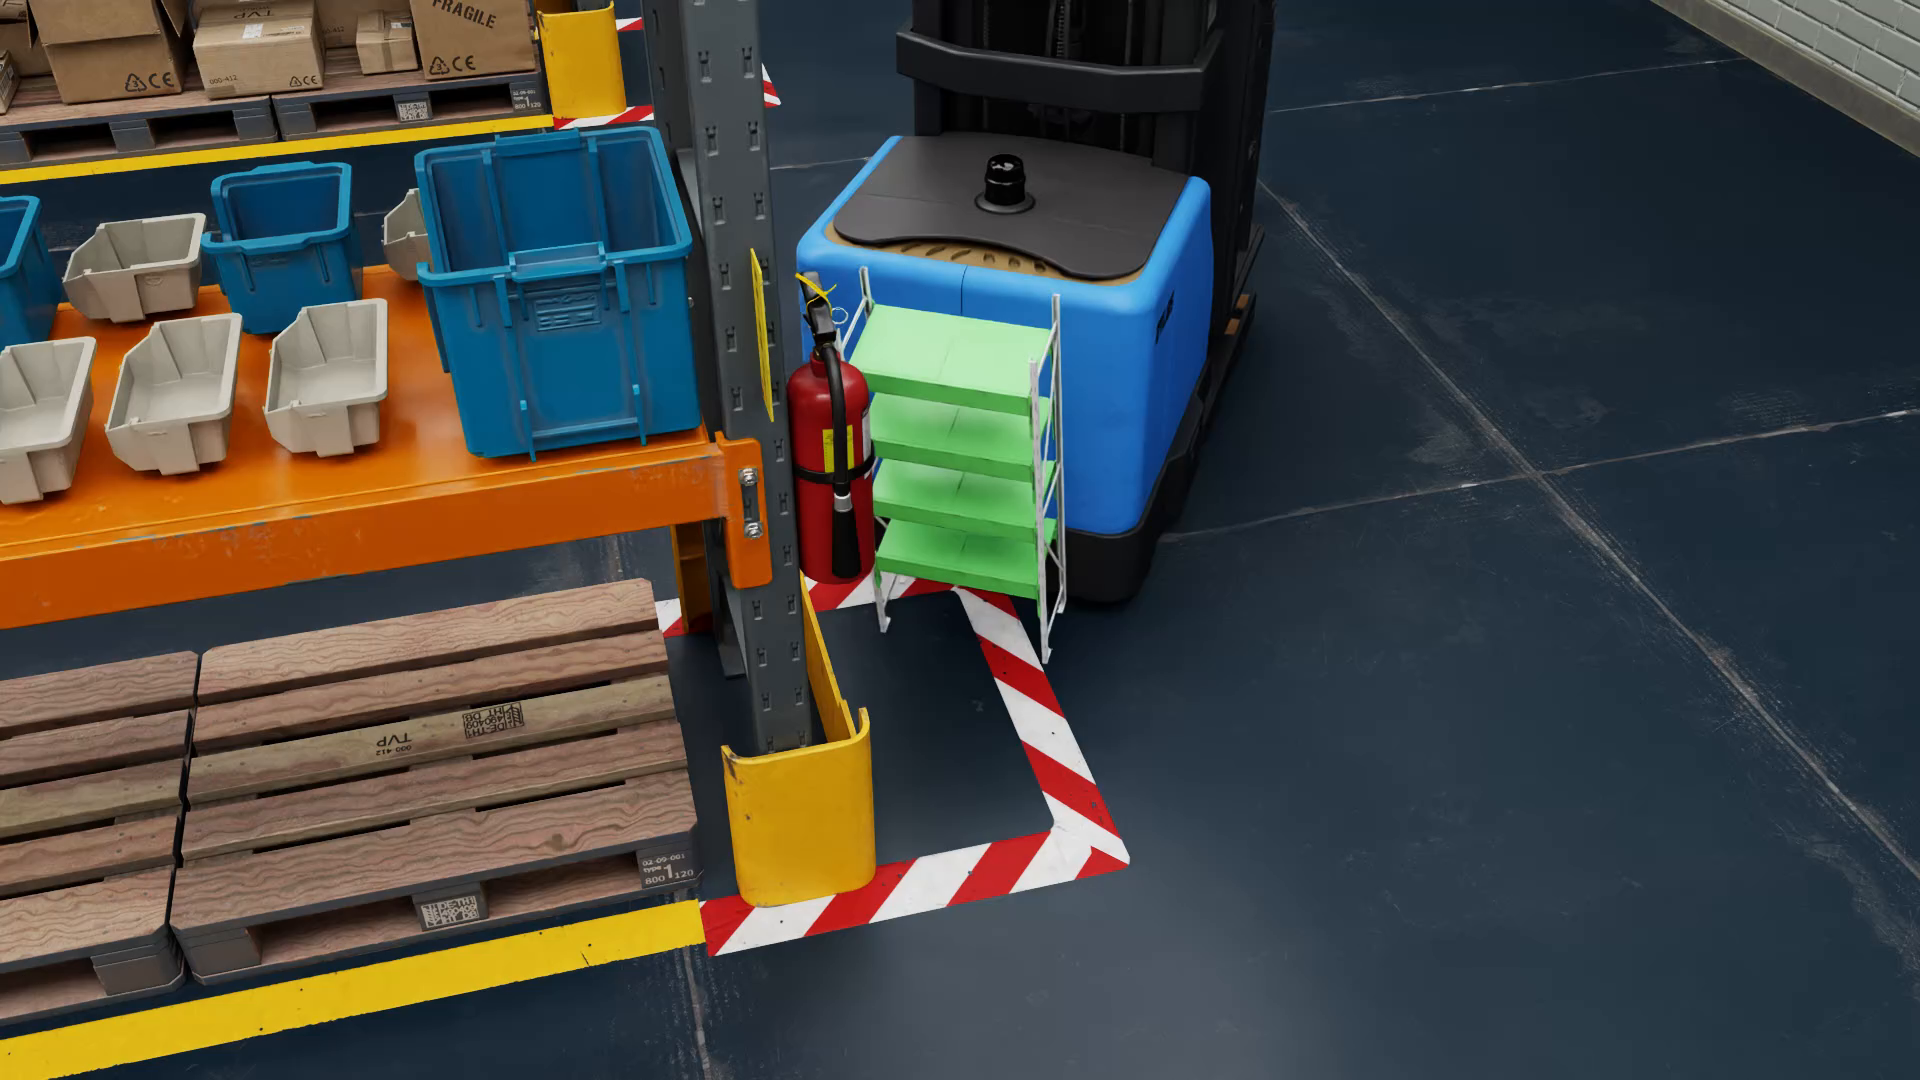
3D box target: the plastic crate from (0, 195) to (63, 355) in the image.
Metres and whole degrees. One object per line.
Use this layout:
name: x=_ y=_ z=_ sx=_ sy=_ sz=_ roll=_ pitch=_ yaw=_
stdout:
plastic crate: x=-2.129 y=-0.543 z=3.579 sx=0.300 sy=0.233 sz=0.416 roll=-9 pitch=38 yaw=-12

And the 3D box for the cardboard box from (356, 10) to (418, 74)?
cardboard box: x=-2.697 y=-2.353 z=7.827 sx=0.250 sy=0.166 sz=0.380 roll=-9 pitch=38 yaw=-12

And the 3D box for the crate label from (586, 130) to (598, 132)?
crate label: x=-0.858 y=-0.751 z=3.851 sx=0.303 sy=0.233 sz=0.416 roll=-9 pitch=38 yaw=-12

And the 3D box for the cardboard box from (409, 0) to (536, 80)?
cardboard box: x=-2.282 y=-2.497 z=7.741 sx=0.500 sy=0.500 sz=0.500 roll=-9 pitch=38 yaw=-12

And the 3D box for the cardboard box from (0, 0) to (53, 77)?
cardboard box: x=-4.483 y=-2.394 z=7.762 sx=0.500 sy=0.311 sz=0.500 roll=-9 pitch=38 yaw=-12

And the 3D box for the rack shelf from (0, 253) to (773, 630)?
rack shelf: x=-2.464 y=-0.037 z=3.422 sx=4.000 sy=0.370 sz=1.077 roll=-9 pitch=38 yaw=-12

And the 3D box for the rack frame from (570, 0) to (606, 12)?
rack frame: x=-1.821 y=-3.546 z=7.416 sx=0.127 sy=3.000 sz=1.000 roll=-9 pitch=38 yaw=-12

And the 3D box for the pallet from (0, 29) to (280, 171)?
pallet: x=-3.840 y=-2.108 z=7.832 sx=1.213 sy=0.211 sz=1.003 roll=-9 pitch=38 yaw=-12

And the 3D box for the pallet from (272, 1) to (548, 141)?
pallet: x=-2.664 y=-2.299 z=8.082 sx=1.213 sy=0.211 sz=1.003 roll=-9 pitch=38 yaw=-12

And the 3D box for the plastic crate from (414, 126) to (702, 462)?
plastic crate: x=-0.808 y=-0.515 z=3.376 sx=0.499 sy=0.435 sz=0.616 roll=-9 pitch=38 yaw=-12

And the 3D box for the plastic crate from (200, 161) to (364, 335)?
plastic crate: x=-1.493 y=-0.647 z=3.715 sx=0.300 sy=0.233 sz=0.416 roll=-9 pitch=38 yaw=-12

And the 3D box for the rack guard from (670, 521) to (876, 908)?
rack guard: x=-0.514 y=0.342 z=4.392 sx=0.348 sy=0.500 sz=1.175 roll=-9 pitch=38 yaw=-12

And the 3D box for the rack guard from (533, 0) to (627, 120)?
rack guard: x=-1.895 y=-2.541 z=8.160 sx=0.348 sy=0.500 sz=1.175 roll=-9 pitch=38 yaw=-12

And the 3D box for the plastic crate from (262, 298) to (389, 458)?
plastic crate: x=-1.274 y=-0.323 z=3.372 sx=0.243 sy=0.136 sz=0.396 roll=-9 pitch=38 yaw=-12

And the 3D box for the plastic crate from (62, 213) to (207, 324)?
plastic crate: x=-1.844 y=-0.603 z=3.737 sx=0.298 sy=0.136 sz=0.250 roll=-9 pitch=38 yaw=-12

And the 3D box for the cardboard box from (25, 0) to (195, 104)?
cardboard box: x=-3.871 y=-2.396 z=7.606 sx=0.637 sy=0.503 sz=0.797 roll=-9 pitch=38 yaw=-12

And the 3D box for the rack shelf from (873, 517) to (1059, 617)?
rack shelf: x=0.023 y=0.034 z=4.673 sx=0.480 sy=0.148 sz=0.258 roll=10 pitch=52 yaw=13

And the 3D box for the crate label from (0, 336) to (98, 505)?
crate label: x=-1.820 y=-0.228 z=3.246 sx=0.243 sy=0.136 sz=0.396 roll=-9 pitch=38 yaw=-12

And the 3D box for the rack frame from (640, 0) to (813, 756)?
rack frame: x=-0.534 y=-0.640 z=3.618 sx=0.127 sy=3.000 sz=1.000 roll=-9 pitch=38 yaw=-12

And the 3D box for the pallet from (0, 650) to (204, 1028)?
pallet: x=-2.515 y=0.767 z=4.074 sx=1.213 sy=0.211 sz=1.003 roll=-9 pitch=38 yaw=-12

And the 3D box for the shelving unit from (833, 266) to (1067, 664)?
shelving unit: x=0.003 y=-0.160 z=4.440 sx=0.503 sy=1.200 sz=0.258 roll=10 pitch=52 yaw=13

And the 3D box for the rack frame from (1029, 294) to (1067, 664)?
rack frame: x=0.238 y=-0.118 z=4.386 sx=0.015 sy=1.200 sz=0.240 roll=10 pitch=52 yaw=13

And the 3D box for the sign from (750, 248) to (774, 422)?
sign: x=-0.374 y=-0.384 z=3.149 sx=0.005 sy=0.325 sz=0.100 roll=-9 pitch=38 yaw=-12

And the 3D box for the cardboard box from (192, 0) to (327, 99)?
cardboard box: x=-3.207 y=-2.265 z=7.643 sx=0.500 sy=0.250 sz=0.500 roll=-9 pitch=38 yaw=-12

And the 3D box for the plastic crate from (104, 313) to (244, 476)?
plastic crate: x=-1.557 y=-0.286 z=3.323 sx=0.243 sy=0.136 sz=0.396 roll=-9 pitch=38 yaw=-12

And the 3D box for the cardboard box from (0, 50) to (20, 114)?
cardboard box: x=-4.389 y=-2.044 z=7.423 sx=0.250 sy=0.166 sz=0.380 roll=-9 pitch=38 yaw=-12

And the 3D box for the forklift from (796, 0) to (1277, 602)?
forklift: x=0.476 y=-1.880 z=5.295 sx=1.130 sy=2.935 sz=3.031 roll=11 pitch=39 yaw=14

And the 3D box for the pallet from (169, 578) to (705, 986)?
pallet: x=-1.340 y=0.576 z=4.324 sx=1.213 sy=0.211 sz=1.003 roll=-9 pitch=38 yaw=-12

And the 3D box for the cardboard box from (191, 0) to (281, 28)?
cardboard box: x=-3.386 y=-2.550 z=8.016 sx=0.500 sy=0.250 sz=0.500 roll=-9 pitch=38 yaw=-12

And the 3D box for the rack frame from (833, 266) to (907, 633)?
rack frame: x=-0.231 y=-0.202 z=4.494 sx=0.015 sy=1.200 sz=0.240 roll=10 pitch=52 yaw=13

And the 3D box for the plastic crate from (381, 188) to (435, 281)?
plastic crate: x=-1.189 y=-0.711 z=3.878 sx=0.298 sy=0.136 sz=0.250 roll=-9 pitch=38 yaw=-12

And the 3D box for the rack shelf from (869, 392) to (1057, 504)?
rack shelf: x=-0.008 y=-0.272 z=4.305 sx=0.480 sy=0.148 sz=0.258 roll=10 pitch=52 yaw=13

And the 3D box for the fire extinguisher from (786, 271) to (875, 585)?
fire extinguisher: x=-0.269 y=-0.218 z=3.437 sx=0.183 sy=0.674 sz=0.296 roll=-9 pitch=38 yaw=-12

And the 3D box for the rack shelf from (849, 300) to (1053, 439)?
rack shelf: x=-0.023 y=-0.426 z=4.121 sx=0.480 sy=0.148 sz=0.258 roll=10 pitch=52 yaw=13

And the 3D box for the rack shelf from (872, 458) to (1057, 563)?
rack shelf: x=0.007 y=-0.119 z=4.489 sx=0.480 sy=0.148 sz=0.258 roll=10 pitch=52 yaw=13

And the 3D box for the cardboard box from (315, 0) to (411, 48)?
cardboard box: x=-2.903 y=-2.630 z=8.120 sx=0.500 sy=0.250 sz=0.500 roll=-9 pitch=38 yaw=-12
